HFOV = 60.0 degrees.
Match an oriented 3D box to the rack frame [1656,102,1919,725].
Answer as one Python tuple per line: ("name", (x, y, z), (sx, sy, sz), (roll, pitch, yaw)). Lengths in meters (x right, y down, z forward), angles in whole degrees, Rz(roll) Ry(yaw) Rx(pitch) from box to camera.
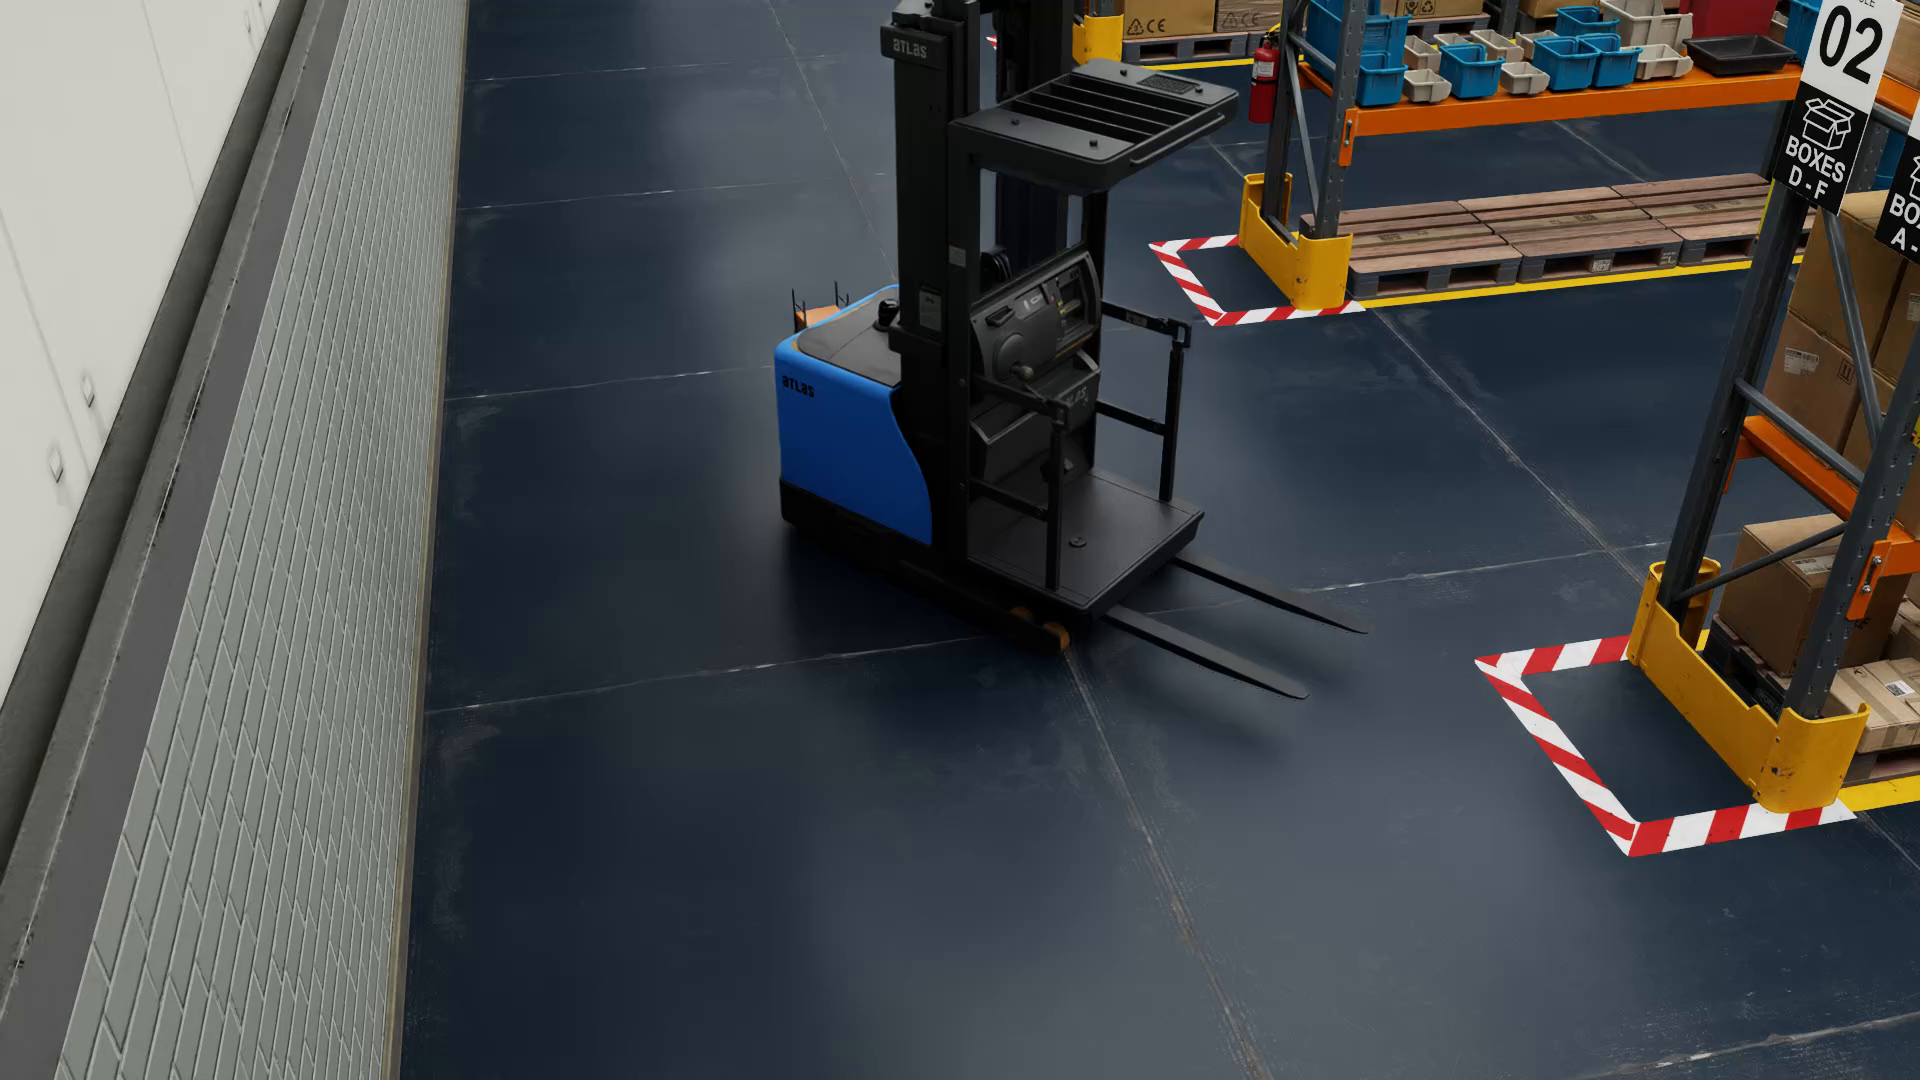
("rack frame", (3.384, -0.411, 6.670), (0.127, 3.000, 1.000), (-7, 35, -11))

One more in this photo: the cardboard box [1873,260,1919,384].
("cardboard box", (3.875, -0.779, 6.232), (0.500, 0.500, 0.500), (-6, 34, -9))

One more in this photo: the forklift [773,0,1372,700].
("forklift", (0.525, -0.998, 7.607), (3.031, 2.935, 1.130), (24, 40, 31))

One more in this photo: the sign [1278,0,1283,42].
("sign", (2.158, -3.468, 11.080), (0.005, 0.325, 0.100), (-7, 35, -11))

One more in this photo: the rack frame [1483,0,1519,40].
("rack frame", (5.104, -6.287, 15.427), (0.127, 3.000, 1.000), (-7, 35, -11))

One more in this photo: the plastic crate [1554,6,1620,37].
("plastic crate", (4.241, -3.451, 11.297), (0.300, 0.233, 0.416), (-7, 35, -11))

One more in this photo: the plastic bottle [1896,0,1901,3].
("plastic bottle", (6.725, -3.824, 11.861), (0.133, 0.283, 0.061), (-7, 35, -11))

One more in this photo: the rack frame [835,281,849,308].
("rack frame", (-0.619, -0.898, 9.136), (0.008, 1.050, 0.200), (-13, 33, -19))

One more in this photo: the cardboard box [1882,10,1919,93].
("cardboard box", (3.827, -1.801, 6.184), (0.500, 0.250, 0.500), (-7, 35, -11))

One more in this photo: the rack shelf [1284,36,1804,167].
("rack shelf", (4.246, -3.051, 11.250), (4.000, 0.370, 1.077), (-7, 35, -11))

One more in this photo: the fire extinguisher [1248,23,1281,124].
("fire extinguisher", (2.048, -3.145, 11.149), (0.183, 0.674, 0.296), (-7, 35, -11))

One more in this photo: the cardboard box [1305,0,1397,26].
("cardboard box", (3.564, -5.431, 15.681), (0.875, 0.875, 0.875), (-7, 35, -11))

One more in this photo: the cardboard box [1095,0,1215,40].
("cardboard box", (1.809, -5.210, 15.351), (0.875, 0.875, 0.875), (-7, 35, -11))

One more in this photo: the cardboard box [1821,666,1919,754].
("cardboard box", (3.868, 0.726, 7.141), (0.250, 0.149, 0.380), (-7, 35, -11))

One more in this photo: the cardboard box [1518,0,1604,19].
("cardboard box", (5.724, -5.669, 16.035), (0.875, 0.875, 1.225), (-7, 35, -10))

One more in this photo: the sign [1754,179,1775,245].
("sign", (3.281, -1.327, 6.713), (0.005, 0.325, 0.100), (-7, 35, -11))

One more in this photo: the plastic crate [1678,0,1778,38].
("plastic crate", (5.270, -3.673, 11.421), (0.583, 0.464, 0.402), (-7, 35, -11))

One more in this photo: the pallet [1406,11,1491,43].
("pallet", (4.345, -5.078, 16.128), (1.213, 0.211, 1.003), (-7, 35, -11))

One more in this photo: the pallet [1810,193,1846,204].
("pallet", (6.958, -2.510, 12.300), (1.213, 0.211, 1.003), (-7, 35, -11))

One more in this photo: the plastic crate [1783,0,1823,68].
("plastic crate", (5.816, -3.371, 11.042), (0.575, 0.384, 0.392), (-7, 35, -11))

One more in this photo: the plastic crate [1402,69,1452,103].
("plastic crate", (2.939, -2.865, 10.510), (0.298, 0.136, 0.250), (-7, 35, -11))

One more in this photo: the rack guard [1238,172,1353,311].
("rack guard", (2.274, -2.056, 11.364), (0.348, 0.500, 1.175), (-7, 35, -11))

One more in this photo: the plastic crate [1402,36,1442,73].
("plastic crate", (3.050, -3.218, 11.036), (0.243, 0.136, 0.396), (-7, 35, -11))

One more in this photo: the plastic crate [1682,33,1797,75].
("plastic crate", (5.164, -3.222, 11.053), (0.590, 0.125, 0.437), (-7, 35, -11))

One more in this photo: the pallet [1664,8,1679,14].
("pallet", (7.032, -5.417, 16.633), (1.213, 0.211, 1.003), (-7, 35, -11))

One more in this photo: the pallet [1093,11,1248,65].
("pallet", (1.965, -4.778, 15.681), (1.213, 0.211, 1.003), (-7, 35, -11))

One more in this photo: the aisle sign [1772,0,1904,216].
("aisle sign", (3.250, -1.648, 6.182), (0.004, 0.787, 0.394), (-7, 35, -11))

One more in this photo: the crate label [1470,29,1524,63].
("crate label", (3.602, -3.293, 11.148), (0.243, 0.136, 0.396), (-7, 35, -11))

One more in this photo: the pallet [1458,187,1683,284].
("pallet", (4.295, -2.174, 11.800), (1.213, 0.211, 1.003), (-7, 35, -11))

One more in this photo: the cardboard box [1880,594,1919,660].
("cardboard box", (4.275, 0.381, 7.638), (0.250, 0.166, 0.380), (-7, 35, -11))

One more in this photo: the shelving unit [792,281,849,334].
("shelving unit", (-0.731, -0.872, 9.095), (0.252, 1.050, 0.215), (-13, 33, -19))

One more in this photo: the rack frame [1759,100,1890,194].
("rack frame", (6.196, -3.595, 11.416), (0.127, 3.000, 1.000), (-7, 35, -11))

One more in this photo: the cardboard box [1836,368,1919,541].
("cardboard box", (3.875, -0.364, 6.510), (0.500, 0.500, 0.500), (-6, 34, -10))

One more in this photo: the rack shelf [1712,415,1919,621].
("rack shelf", (5.335, -0.358, 7.237), (4.000, 0.370, 1.077), (-7, 35, -11))

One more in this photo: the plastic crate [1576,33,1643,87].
("plastic crate", (4.185, -3.109, 10.788), (0.300, 0.233, 0.416), (-7, 35, -11))

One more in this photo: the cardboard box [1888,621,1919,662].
("cardboard box", (4.465, 0.574, 7.275), (0.500, 0.250, 0.500), (-7, 35, -11))

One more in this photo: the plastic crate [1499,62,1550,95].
("plastic crate", (3.601, -2.948, 10.634), (0.298, 0.136, 0.250), (-7, 35, -11))
